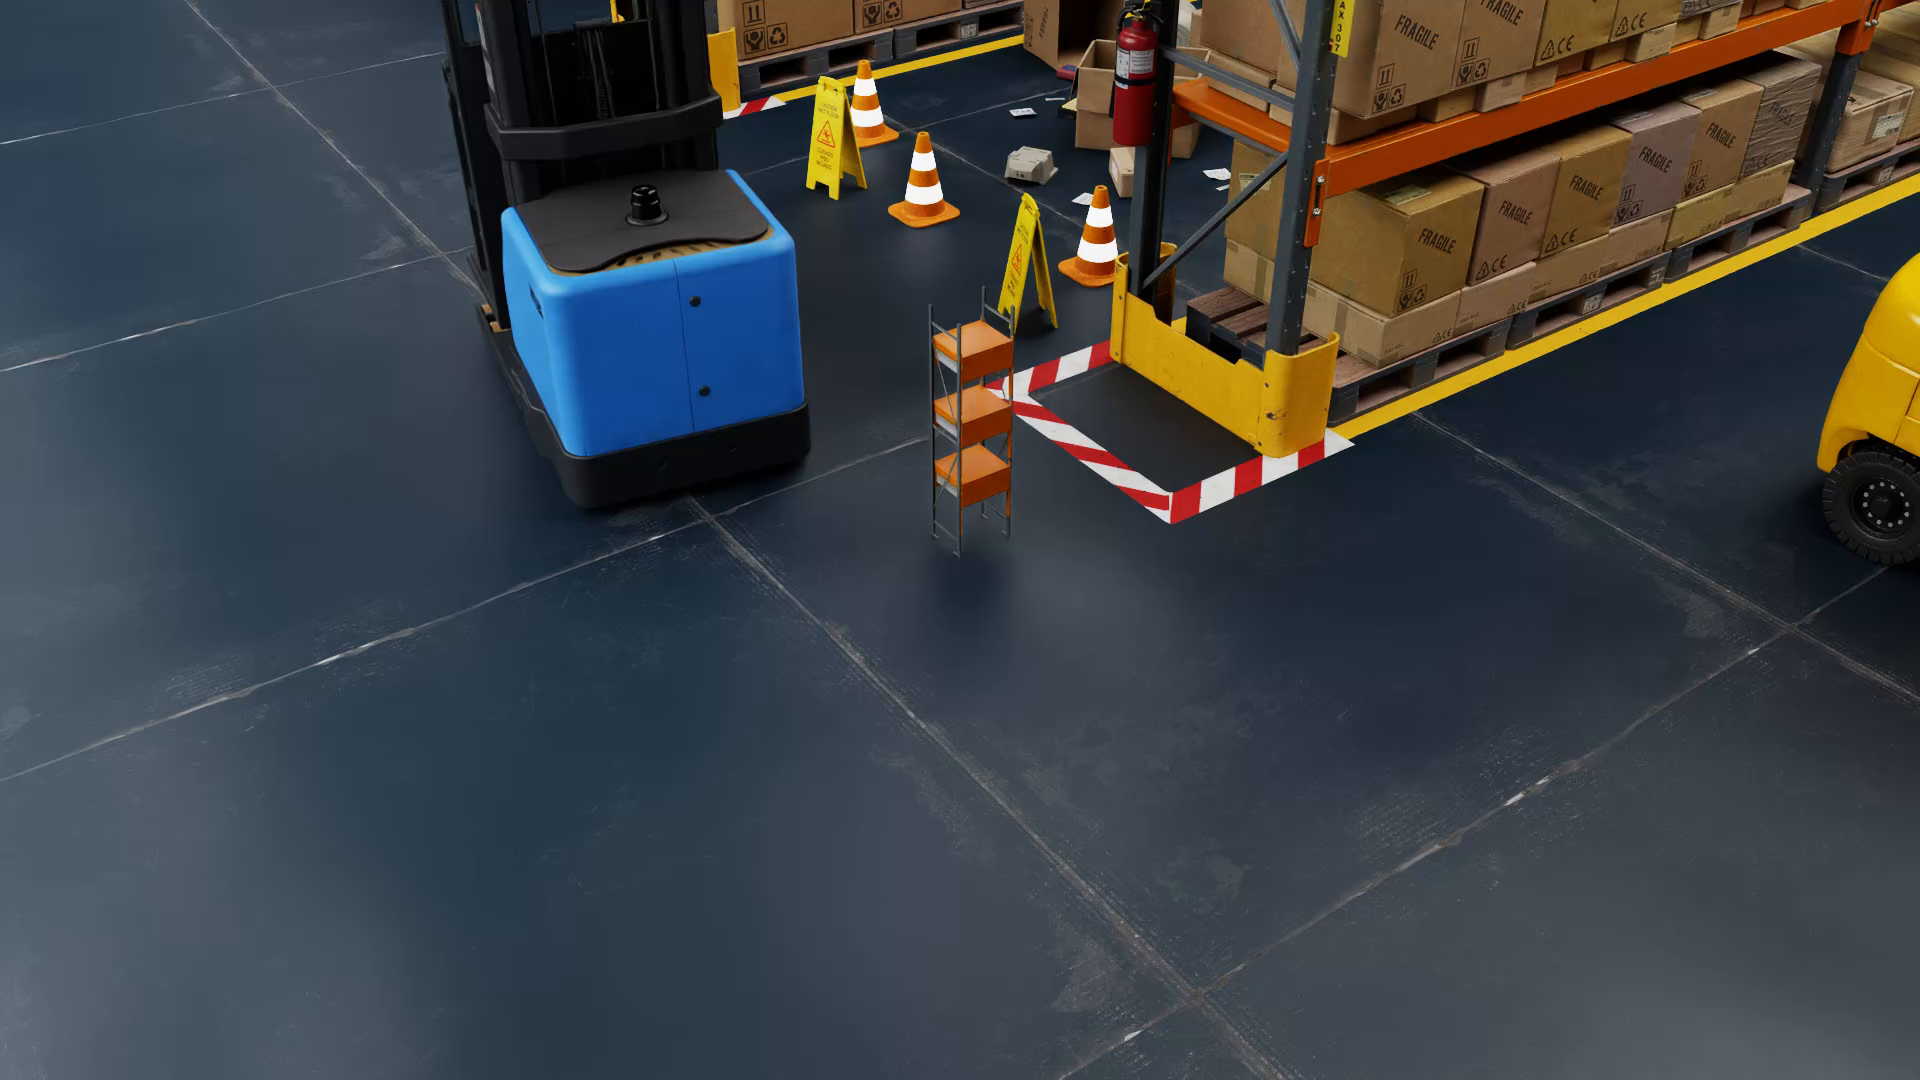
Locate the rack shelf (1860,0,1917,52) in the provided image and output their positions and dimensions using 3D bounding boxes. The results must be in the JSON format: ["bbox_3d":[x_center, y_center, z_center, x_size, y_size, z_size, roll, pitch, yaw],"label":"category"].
[{"bbox_3d":[6.012,-3.597,9.798,4.000,0.370,1.077,-22,41,-28],"label":"rack shelf"}]

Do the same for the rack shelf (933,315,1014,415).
[{"bbox_3d":[0.044,-0.666,6.309,0.240,0.259,0.215,-22,41,-28],"label":"rack shelf"}]

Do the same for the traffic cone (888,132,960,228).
[{"bbox_3d":[-0.201,-2.016,9.157,0.334,0.463,0.336,-22,41,-28],"label":"traffic cone"}]

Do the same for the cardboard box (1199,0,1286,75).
[{"bbox_3d":[1.393,-2.346,7.103,0.500,0.500,0.500,-23,42,-29],"label":"cardboard box"}]

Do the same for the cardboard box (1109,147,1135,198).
[{"bbox_3d":[1.015,-2.118,9.568,0.250,0.149,0.380,-3,36,-4],"label":"cardboard box"}]

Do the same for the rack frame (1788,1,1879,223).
[{"bbox_3d":[4.377,-3.216,8.653,0.127,3.000,1.000,-22,41,-28],"label":"rack frame"}]

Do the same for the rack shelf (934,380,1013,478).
[{"bbox_3d":[0.044,-0.436,6.475,0.240,0.259,0.215,-22,41,-28],"label":"rack shelf"}]

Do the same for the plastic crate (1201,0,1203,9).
[{"bbox_3d":[2.056,-3.743,11.744,0.662,0.188,0.450,-3,26,-4],"label":"plastic crate"}]

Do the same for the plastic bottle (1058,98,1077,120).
[{"bbox_3d":[0.745,-2.735,10.500,0.133,0.061,0.283,22,41,28],"label":"plastic bottle"}]

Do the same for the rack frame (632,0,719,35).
[{"bbox_3d":[-1.826,-4.199,10.020,0.127,3.000,1.000,-22,41,-28],"label":"rack frame"}]

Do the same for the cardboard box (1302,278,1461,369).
[{"bbox_3d":[1.926,-1.064,7.656,0.500,0.250,0.500,-23,42,-28],"label":"cardboard box"}]

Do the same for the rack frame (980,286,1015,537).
[{"bbox_3d":[0.143,-0.485,6.526,0.008,1.050,0.200,-22,41,-28],"label":"rack frame"}]

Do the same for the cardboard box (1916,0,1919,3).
[{"bbox_3d":[6.581,-3.228,10.560,0.625,0.372,0.950,-23,42,-29],"label":"cardboard box"}]

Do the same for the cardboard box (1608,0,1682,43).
[{"bbox_3d":[2.903,-2.582,7.430,0.500,0.500,0.500,-23,42,-29],"label":"cardboard box"}]

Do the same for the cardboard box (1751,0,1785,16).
[{"bbox_3d":[3.832,-2.723,8.182,0.250,0.149,0.380,-22,41,-28],"label":"cardboard box"}]

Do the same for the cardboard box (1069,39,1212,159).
[{"bbox_3d":[1.085,-2.656,10.012,0.797,0.503,0.637,9,37,12],"label":"cardboard box"}]

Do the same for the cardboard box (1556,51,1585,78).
[{"bbox_3d":[2.574,-2.210,7.470,0.250,0.149,0.380,-21,41,-26],"label":"cardboard box"}]

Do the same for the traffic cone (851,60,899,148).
[{"bbox_3d":[-0.574,-2.670,10.066,0.334,0.463,0.336,-22,41,-28],"label":"traffic cone"}]

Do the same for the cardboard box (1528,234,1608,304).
[{"bbox_3d":[2.787,-1.422,8.153,0.500,0.250,0.500,-20,40,-25],"label":"cardboard box"}]

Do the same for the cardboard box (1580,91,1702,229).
[{"bbox_3d":[3.217,-1.904,8.181,0.500,0.500,0.500,-20,40,-26],"label":"cardboard box"}]

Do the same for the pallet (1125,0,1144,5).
[{"bbox_3d":[0.777,-4.194,12.401,1.213,0.211,1.003,-22,41,-28],"label":"pallet"}]

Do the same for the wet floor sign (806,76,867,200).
[{"bbox_3d":[-0.709,-2.289,9.379,0.267,0.644,0.232,30,45,35],"label":"wet floor sign"}]

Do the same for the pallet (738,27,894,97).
[{"bbox_3d":[-1.218,-3.373,11.260,1.213,0.211,1.003,-22,41,-28],"label":"pallet"}]

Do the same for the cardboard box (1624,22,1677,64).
[{"bbox_3d":[3.046,-2.342,7.652,0.250,0.149,0.380,-22,41,-28],"label":"cardboard box"}]

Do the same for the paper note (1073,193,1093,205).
[{"bbox_3d":[0.734,-1.933,9.412,0.148,0.019,0.142,22,41,28],"label":"paper note"}]

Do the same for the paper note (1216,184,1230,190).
[{"bbox_3d":[1.530,-2.031,9.565,0.123,0.001,0.032,-22,41,-28],"label":"paper note"}]

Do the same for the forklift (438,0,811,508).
[{"bbox_3d":[-1.713,-2.174,7.263,1.130,2.935,3.031,-15,38,-20],"label":"forklift"}]

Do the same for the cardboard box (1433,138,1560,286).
[{"bbox_3d":[2.370,-1.555,7.696,0.500,0.500,0.500,-24,42,-29],"label":"cardboard box"}]

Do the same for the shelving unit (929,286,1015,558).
[{"bbox_3d":[0.044,-0.444,6.468,0.252,1.050,0.215,-22,41,-28],"label":"shelving unit"}]

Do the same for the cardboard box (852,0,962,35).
[{"bbox_3d":[-0.592,-4.064,11.291,0.875,0.875,0.875,-23,42,-29],"label":"cardboard box"}]

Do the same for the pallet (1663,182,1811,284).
[{"bbox_3d":[3.849,-1.841,9.129,1.213,0.211,1.003,-22,41,-28],"label":"pallet"}]

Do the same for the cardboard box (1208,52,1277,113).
[{"bbox_3d":[1.290,-1.997,7.172,0.250,0.149,0.380,-21,41,-26],"label":"cardboard box"}]

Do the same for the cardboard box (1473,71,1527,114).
[{"bbox_3d":[2.200,-1.990,7.163,0.250,0.149,0.380,-22,41,-27],"label":"cardboard box"}]

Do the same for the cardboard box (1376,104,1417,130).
[{"bbox_3d":[1.703,-1.876,7.004,0.250,0.149,0.380,-22,41,-27],"label":"cardboard box"}]

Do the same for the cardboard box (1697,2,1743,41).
[{"bbox_3d":[3.462,-2.517,7.896,0.250,0.149,0.380,-23,42,-29],"label":"cardboard box"}]

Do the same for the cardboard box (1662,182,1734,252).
[{"bbox_3d":[3.619,-1.759,8.622,0.500,0.250,0.500,-24,42,-29],"label":"cardboard box"}]

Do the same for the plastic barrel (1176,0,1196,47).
[{"bbox_3d":[1.400,-3.385,11.094,0.421,0.421,0.512,3,36,4],"label":"plastic barrel"}]

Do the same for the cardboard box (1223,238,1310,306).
[{"bbox_3d":[1.633,-1.333,8.030,0.500,0.250,0.500,-23,41,-28],"label":"cardboard box"}]

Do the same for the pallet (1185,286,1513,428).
[{"bbox_3d":[1.854,-1.021,7.988,1.213,0.211,1.003,-22,41,-28],"label":"pallet"}]

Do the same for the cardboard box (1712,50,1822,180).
[{"bbox_3d":[4.048,-2.248,8.659,0.500,0.500,0.500,-23,42,-28],"label":"cardboard box"}]

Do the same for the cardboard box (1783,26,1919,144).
[{"bbox_3d":[5.390,-2.741,9.883,0.625,0.372,0.950,-20,40,-25],"label":"cardboard box"}]

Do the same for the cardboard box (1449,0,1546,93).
[{"bbox_3d":[2.076,-2.235,6.948,0.500,0.500,0.500,-21,41,-27],"label":"cardboard box"}]

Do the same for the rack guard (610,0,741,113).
[{"bbox_3d":[-1.846,-3.176,10.738,0.348,0.500,1.175,-22,41,-28],"label":"rack guard"}]
